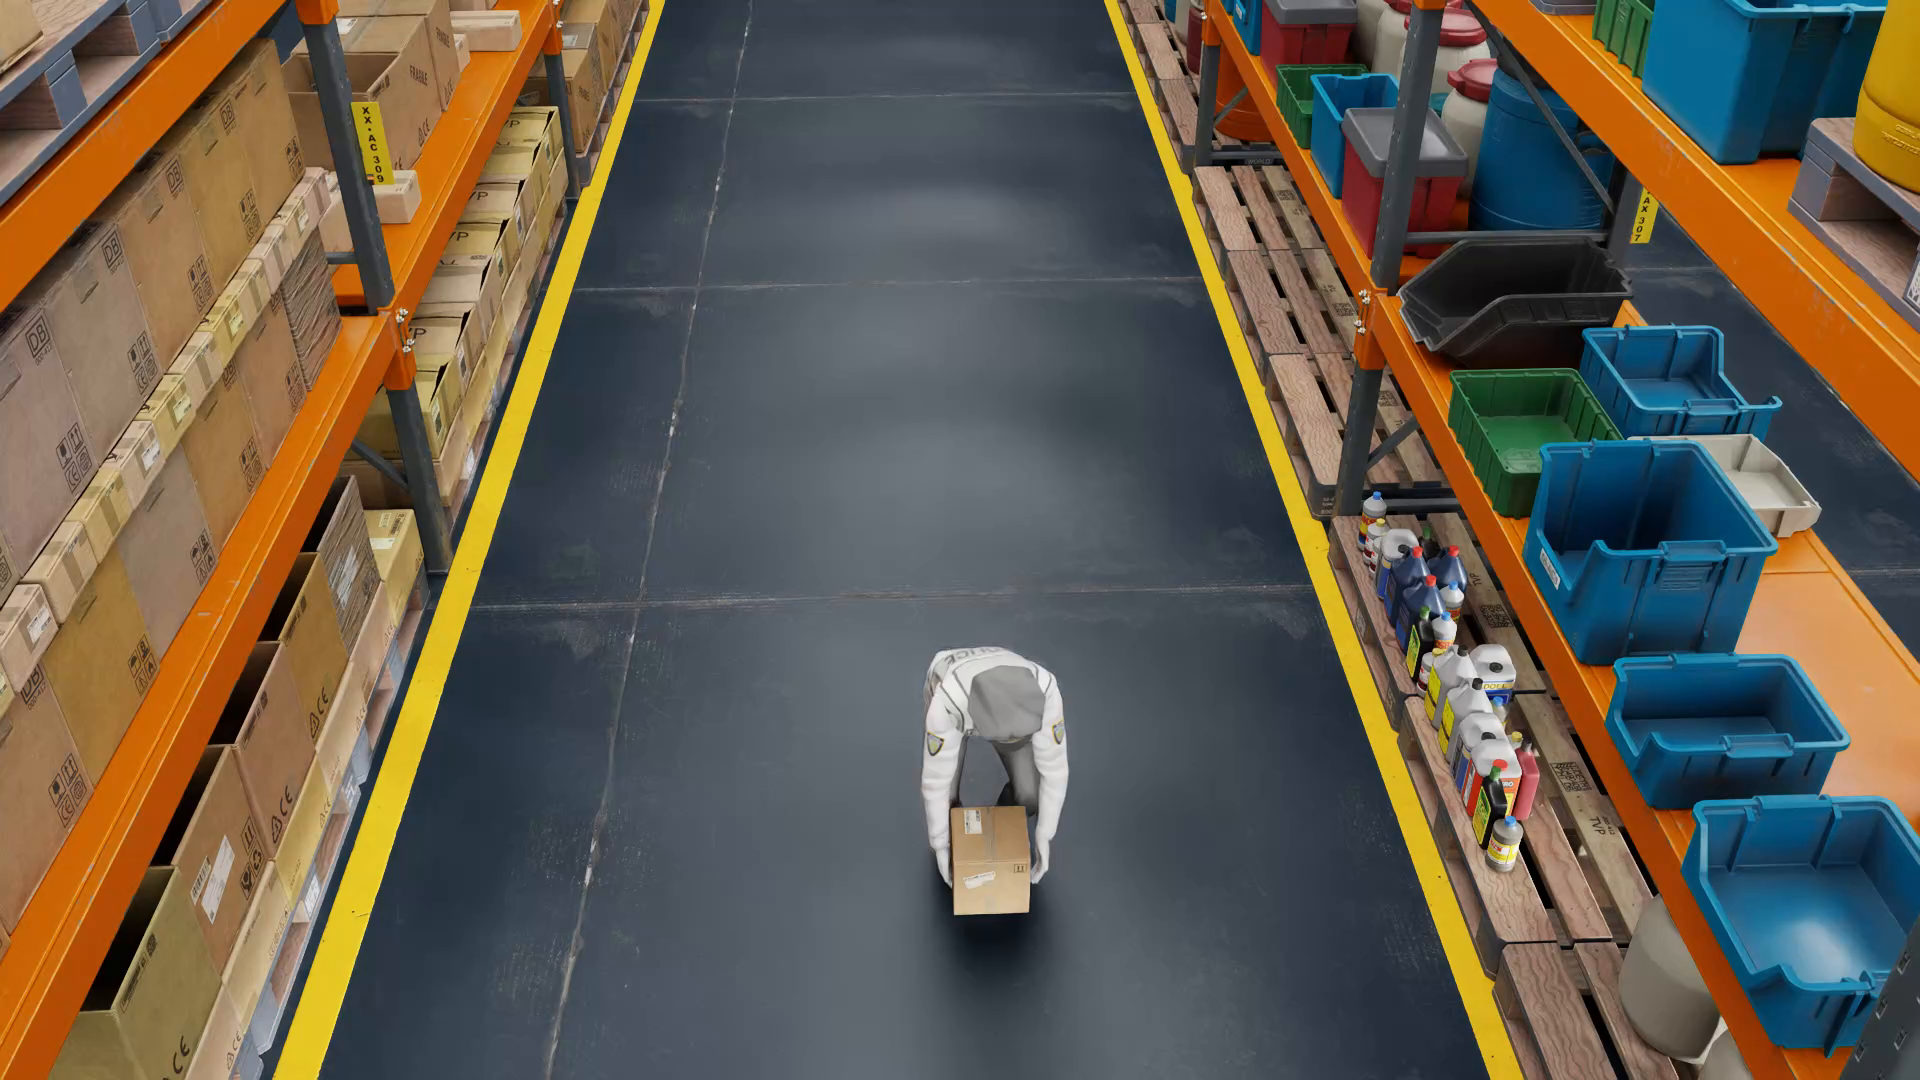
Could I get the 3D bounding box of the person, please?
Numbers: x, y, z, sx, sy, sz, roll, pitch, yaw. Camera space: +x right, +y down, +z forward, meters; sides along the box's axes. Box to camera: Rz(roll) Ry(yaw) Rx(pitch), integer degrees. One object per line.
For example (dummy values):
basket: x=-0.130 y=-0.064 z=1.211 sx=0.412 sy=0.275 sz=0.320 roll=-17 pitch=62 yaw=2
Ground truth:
person: x=0.109 y=0.704 z=5.703 sx=0.499 sy=1.036 sz=0.819 roll=-2 pitch=35 yaw=-2
